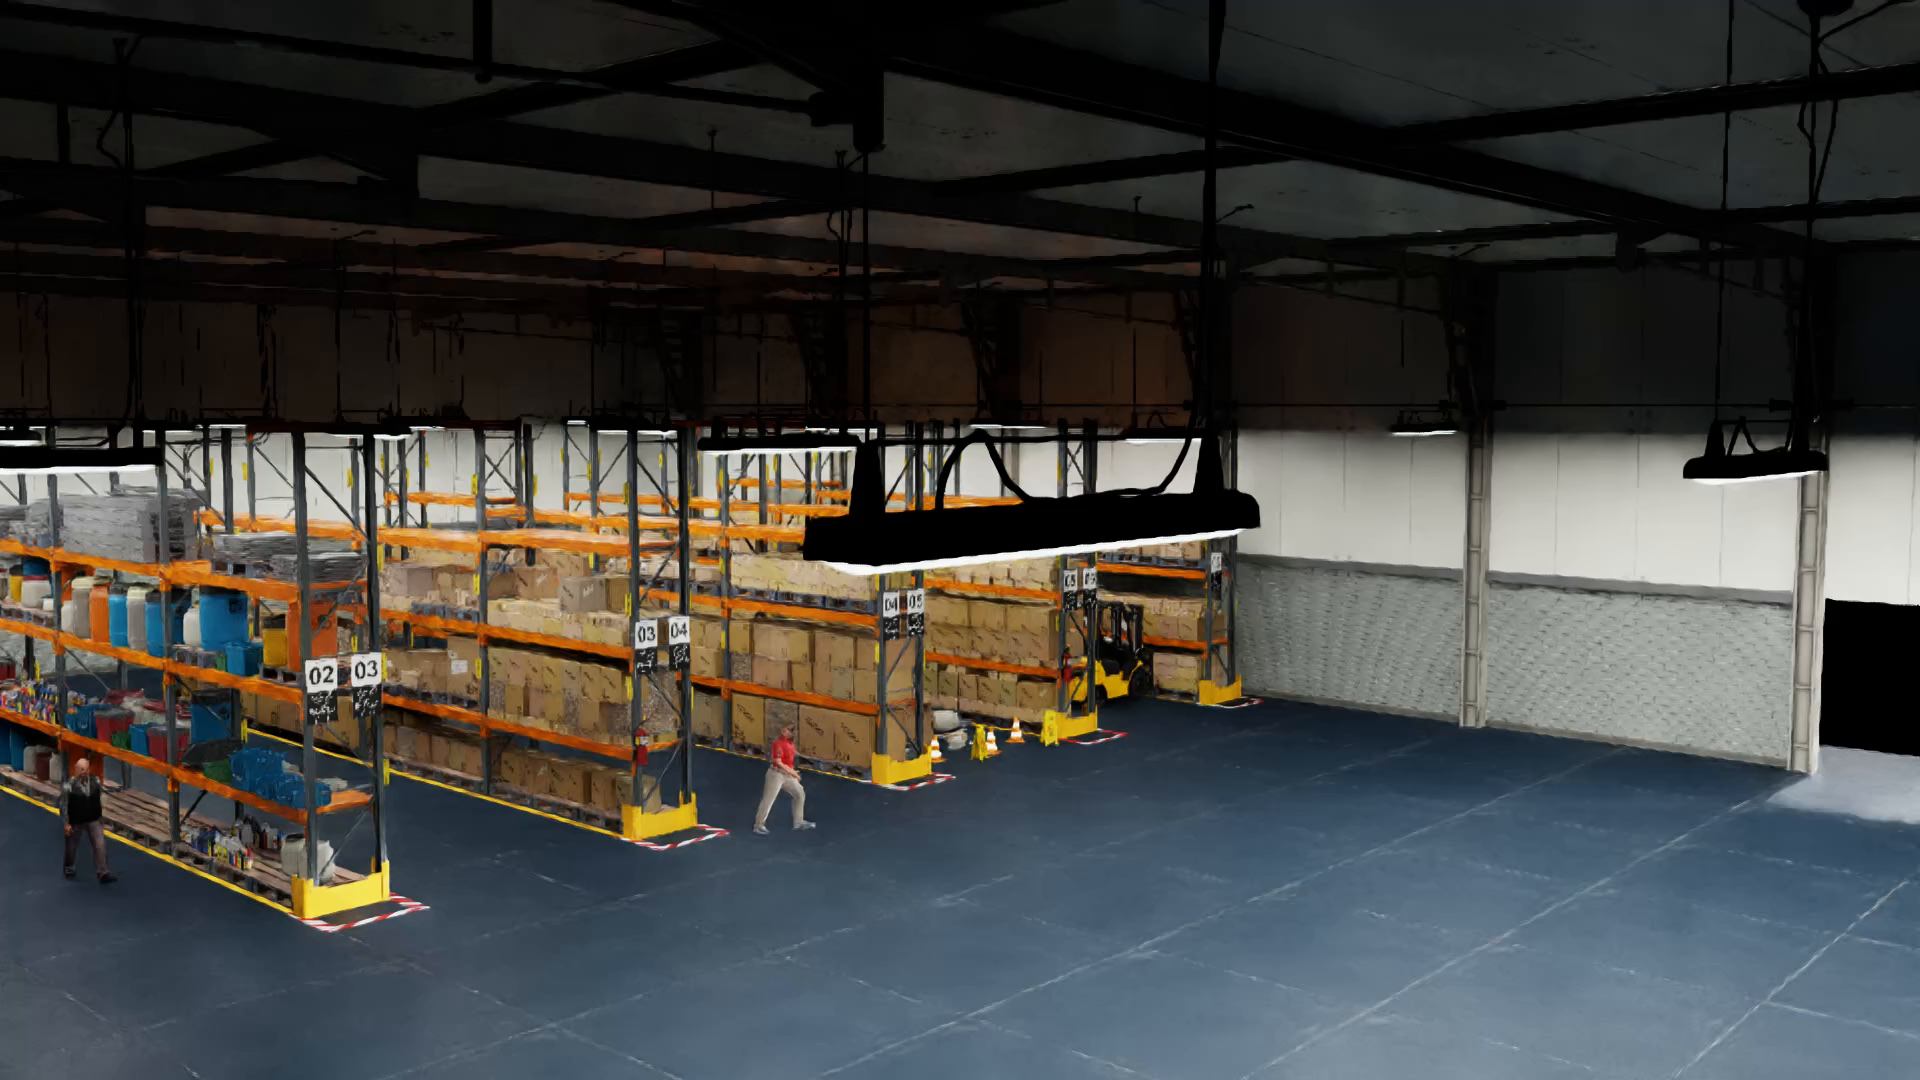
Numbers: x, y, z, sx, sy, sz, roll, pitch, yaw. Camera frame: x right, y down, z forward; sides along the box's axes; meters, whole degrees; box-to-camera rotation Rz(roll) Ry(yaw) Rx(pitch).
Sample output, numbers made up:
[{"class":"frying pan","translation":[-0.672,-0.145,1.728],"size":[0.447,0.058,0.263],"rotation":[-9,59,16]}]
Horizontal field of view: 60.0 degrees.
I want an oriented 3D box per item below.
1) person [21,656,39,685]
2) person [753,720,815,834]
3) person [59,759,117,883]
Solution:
[{"class":"person","translation":[-17.273,2.960,30.942],"size":[0.472,1.672,0.546],"rotation":[-5,7,-45]},{"class":"person","translation":[-2.638,3.482,24.595],"size":[0.793,1.668,0.691],"rotation":[2,5,21]},{"class":"person","translation":[-11.603,3.701,21.991],"size":[1.115,1.647,0.543],"rotation":[4,6,44]}]
